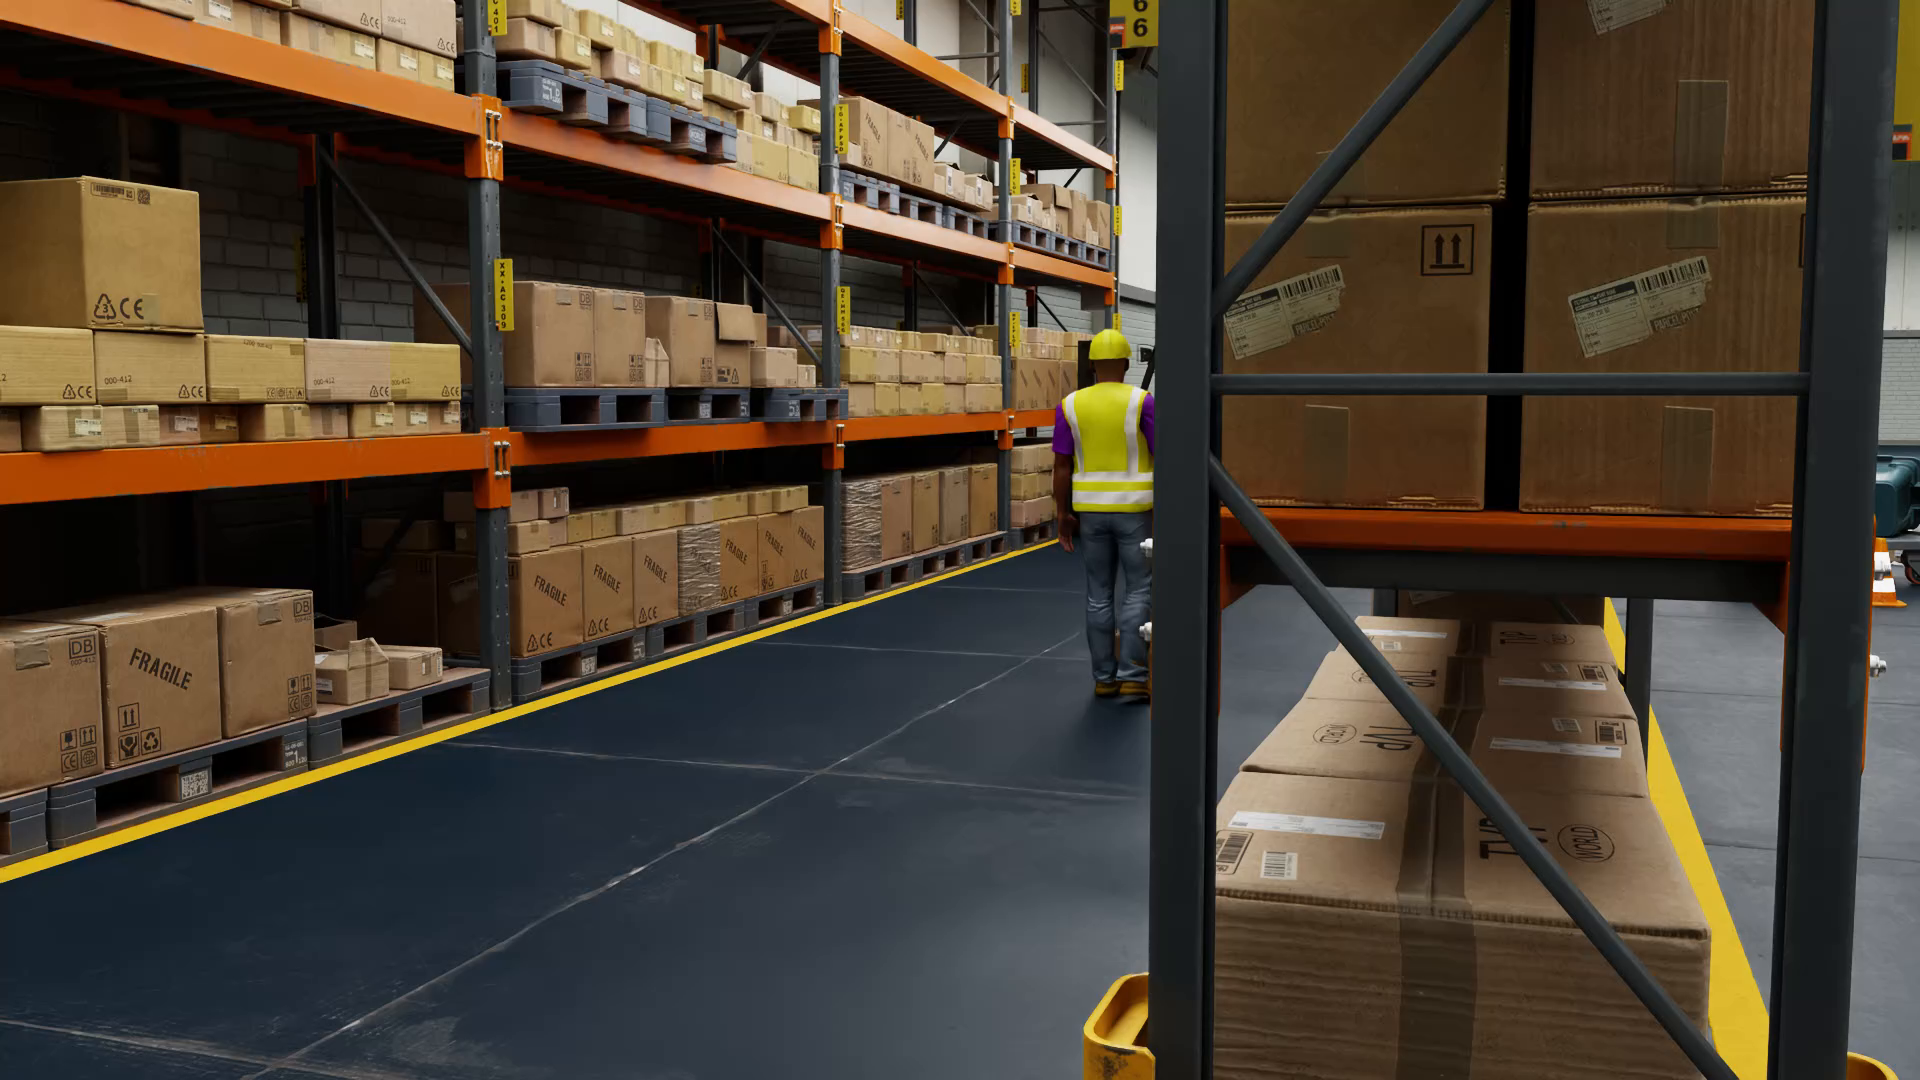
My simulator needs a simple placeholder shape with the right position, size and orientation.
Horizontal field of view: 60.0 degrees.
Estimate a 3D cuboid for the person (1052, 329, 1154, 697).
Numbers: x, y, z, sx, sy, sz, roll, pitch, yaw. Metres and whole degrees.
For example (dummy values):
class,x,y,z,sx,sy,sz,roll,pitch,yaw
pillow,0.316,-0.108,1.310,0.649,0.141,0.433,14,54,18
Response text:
class,x,y,z,sx,sy,sz,roll,pitch,yaw
person,0.789,-0.129,8.072,0.635,1.778,0.436,2,6,24
